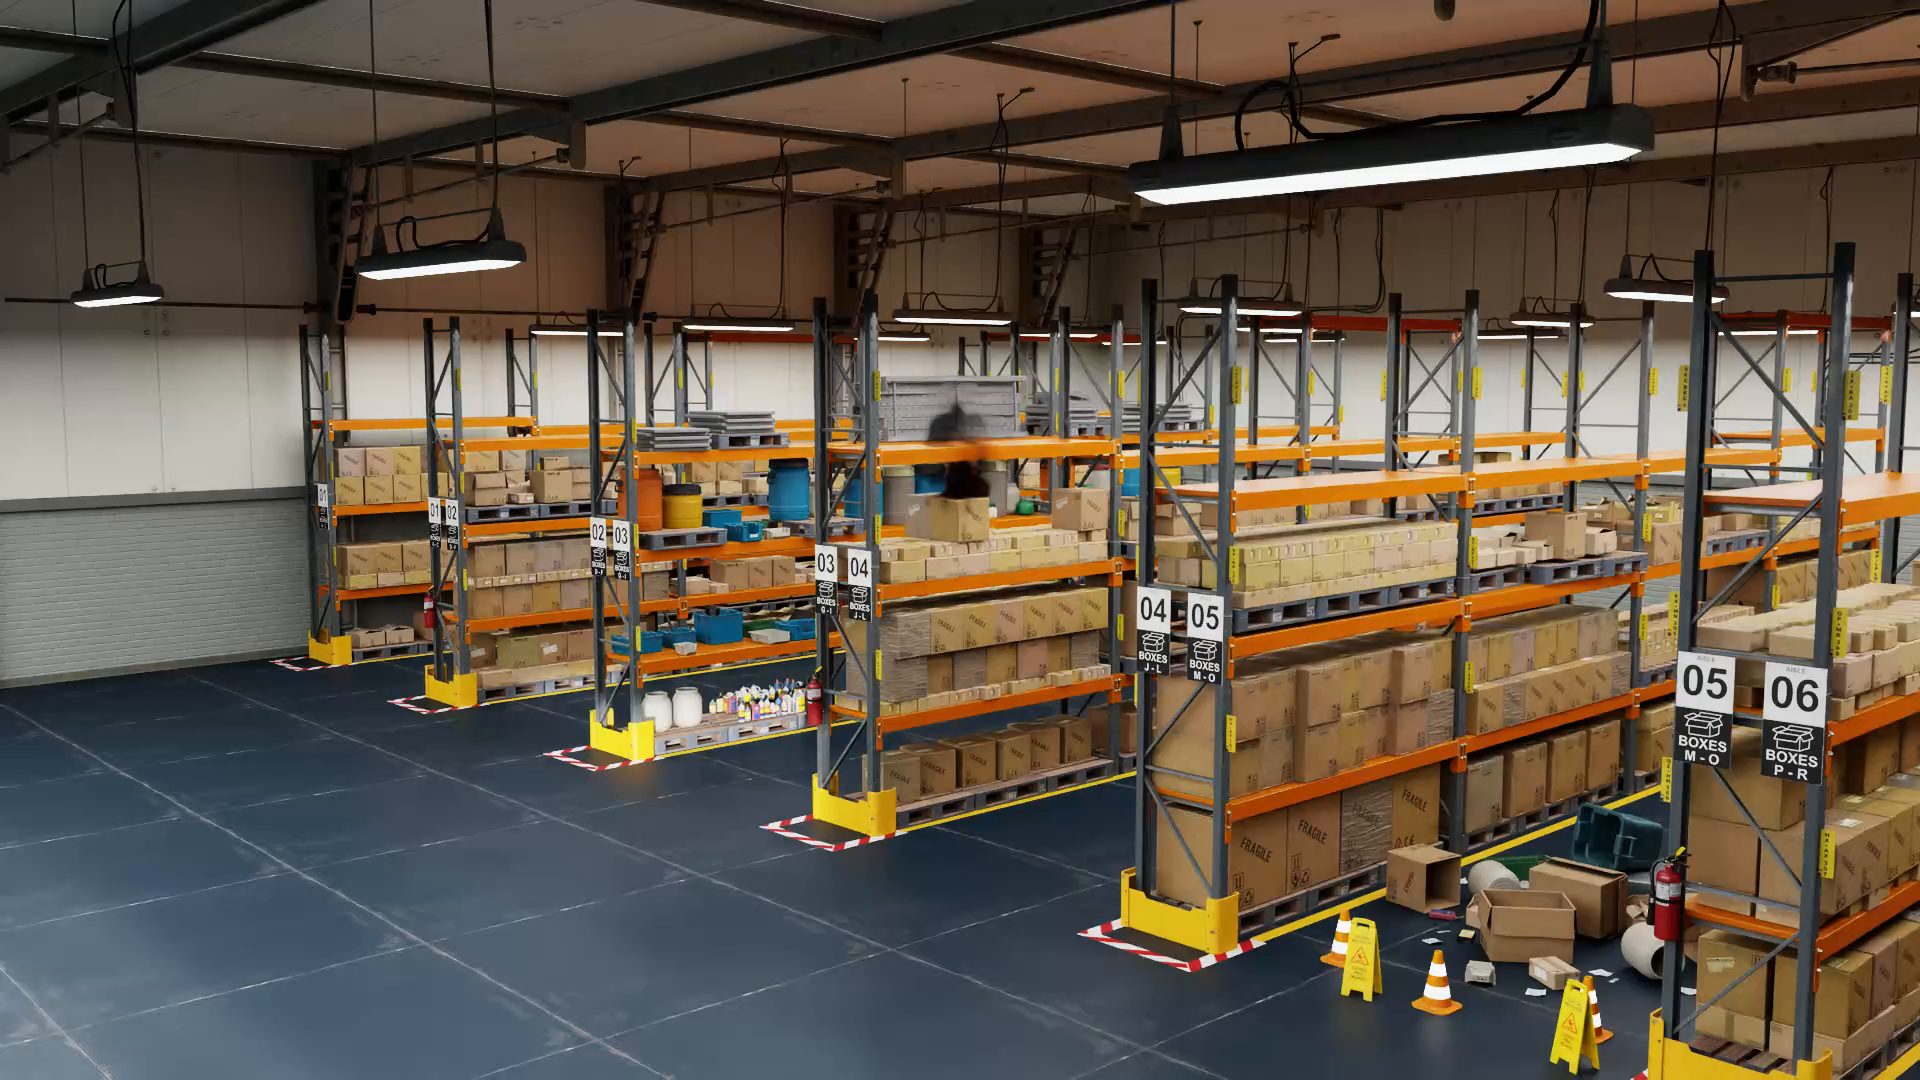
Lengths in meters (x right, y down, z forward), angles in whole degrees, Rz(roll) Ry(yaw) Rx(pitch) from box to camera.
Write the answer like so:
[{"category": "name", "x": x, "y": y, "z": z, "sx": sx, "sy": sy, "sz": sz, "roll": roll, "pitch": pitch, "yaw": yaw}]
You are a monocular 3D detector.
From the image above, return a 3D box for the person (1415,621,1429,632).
[{"category": "person", "x": 6.463, "y": 1.962, "z": 23.467, "sx": 0.657, "sy": 1.686, "sz": 0.589, "roll": 5, "pitch": 7, "yaw": 39}]
